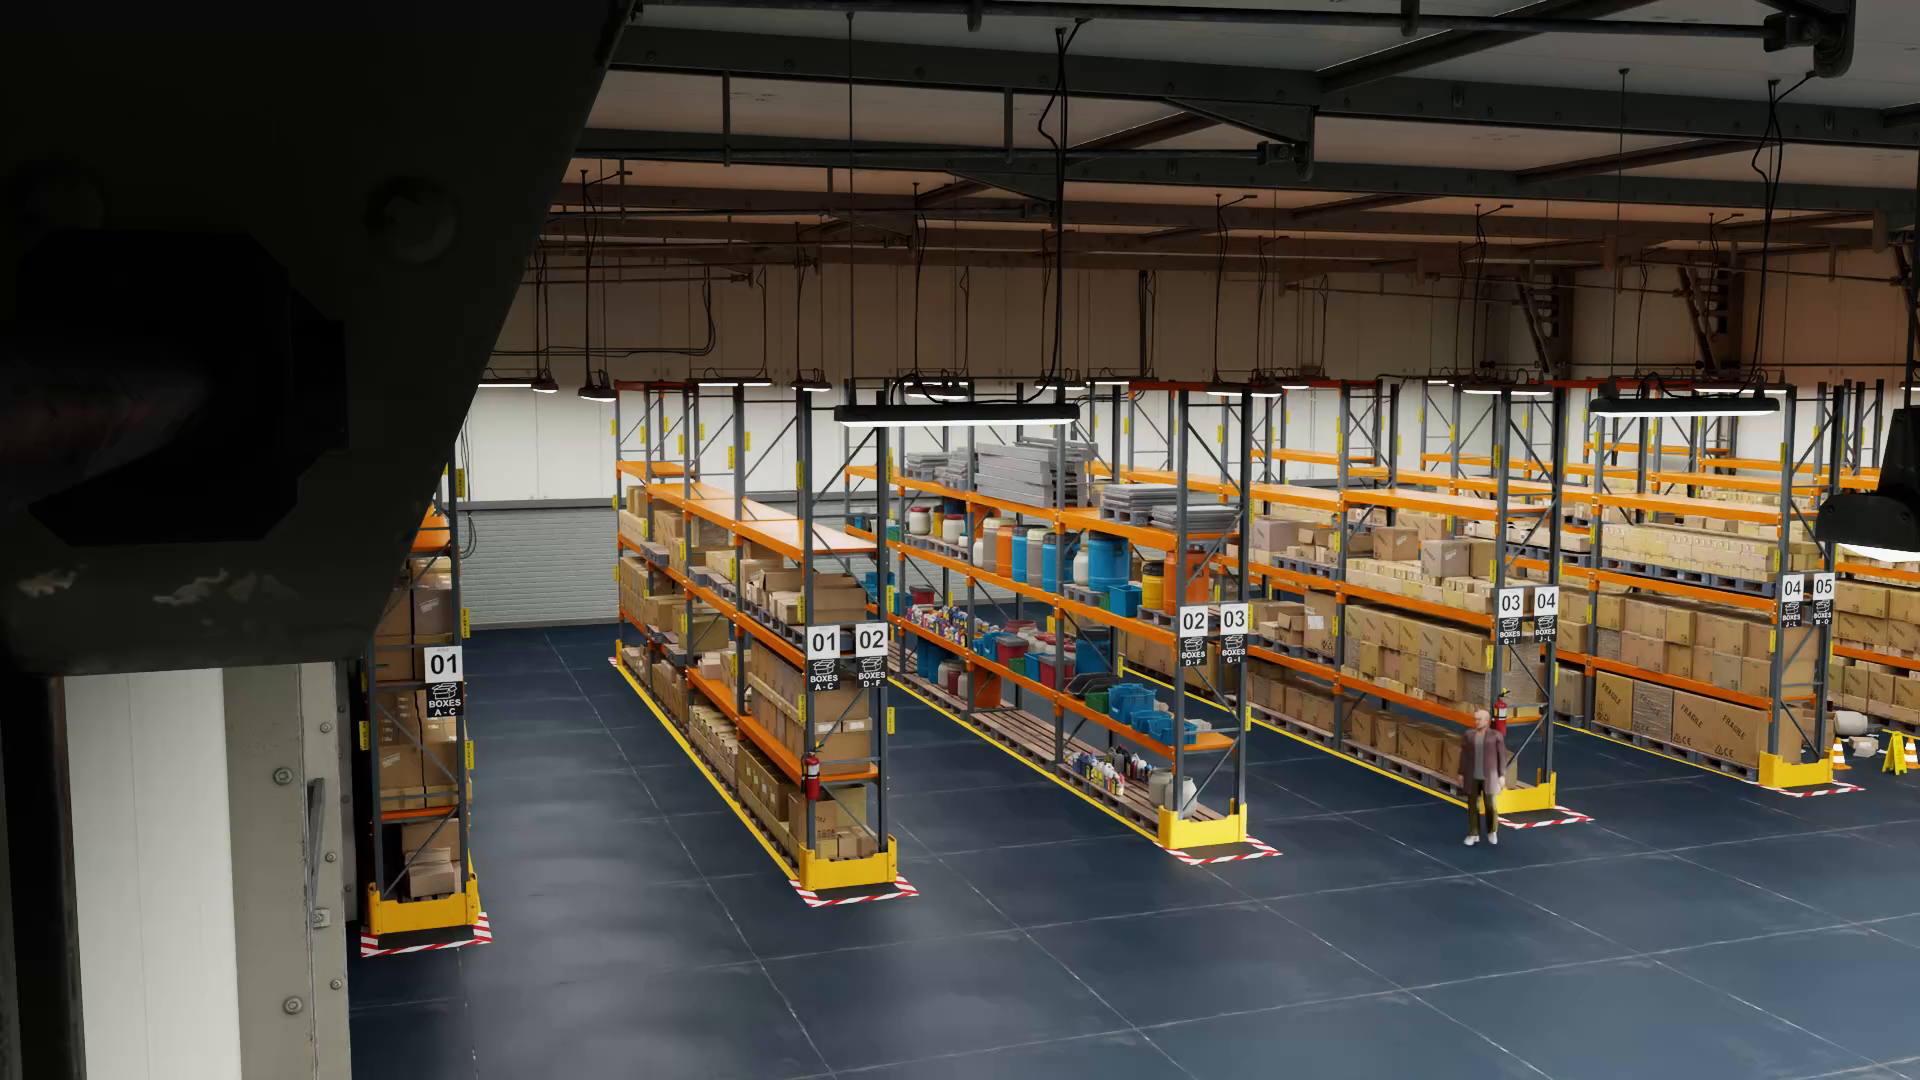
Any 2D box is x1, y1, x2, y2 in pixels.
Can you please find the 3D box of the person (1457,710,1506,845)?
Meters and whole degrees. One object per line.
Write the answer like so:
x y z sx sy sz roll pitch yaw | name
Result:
6.868 3.123 21.914 0.633 1.781 0.502 4 7 34 | person
